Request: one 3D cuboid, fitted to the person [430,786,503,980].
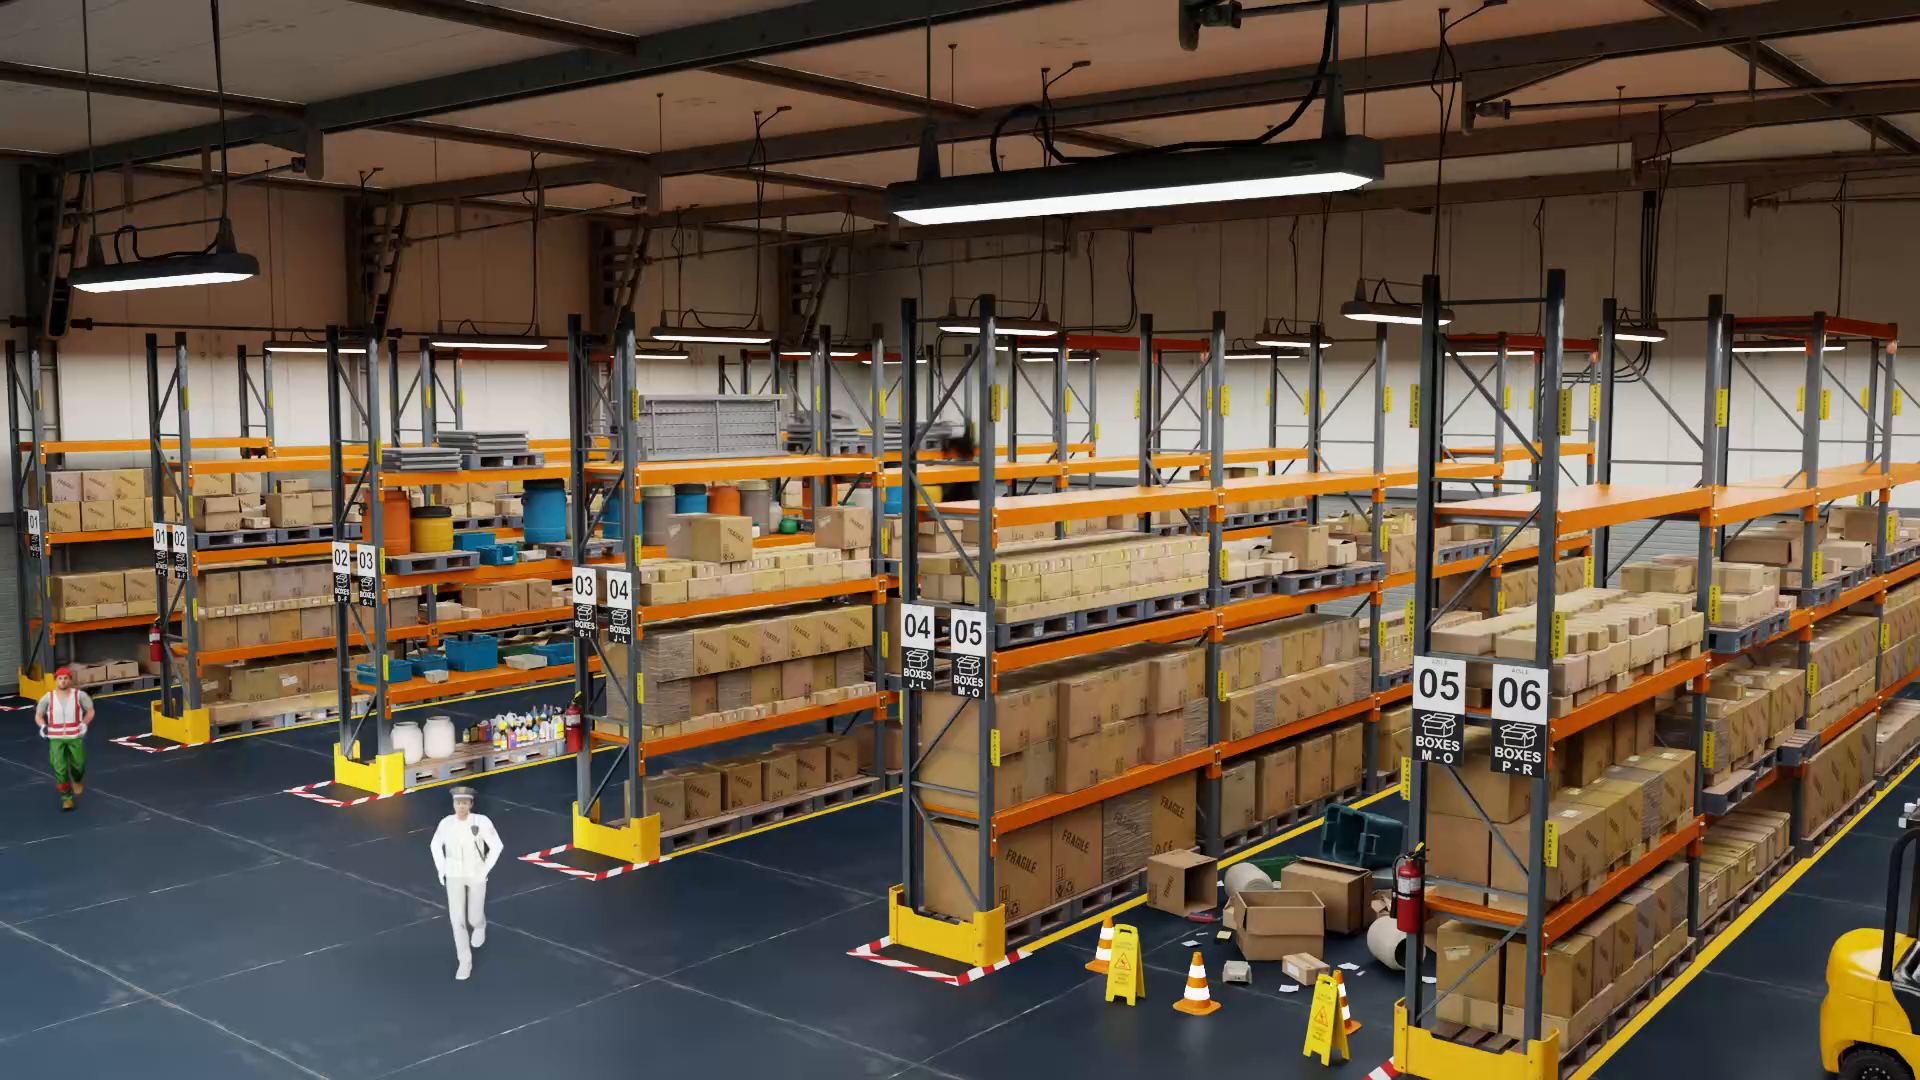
[{"bbox_3d":[-4.428,3.000,14.957,0.637,1.681,0.680,-1,5,-10],"label":"person"}]

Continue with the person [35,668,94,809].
[{"bbox_3d":[-11.095,2.444,20.628,0.653,1.735,0.621,-3,6,-26],"label":"person"}]
